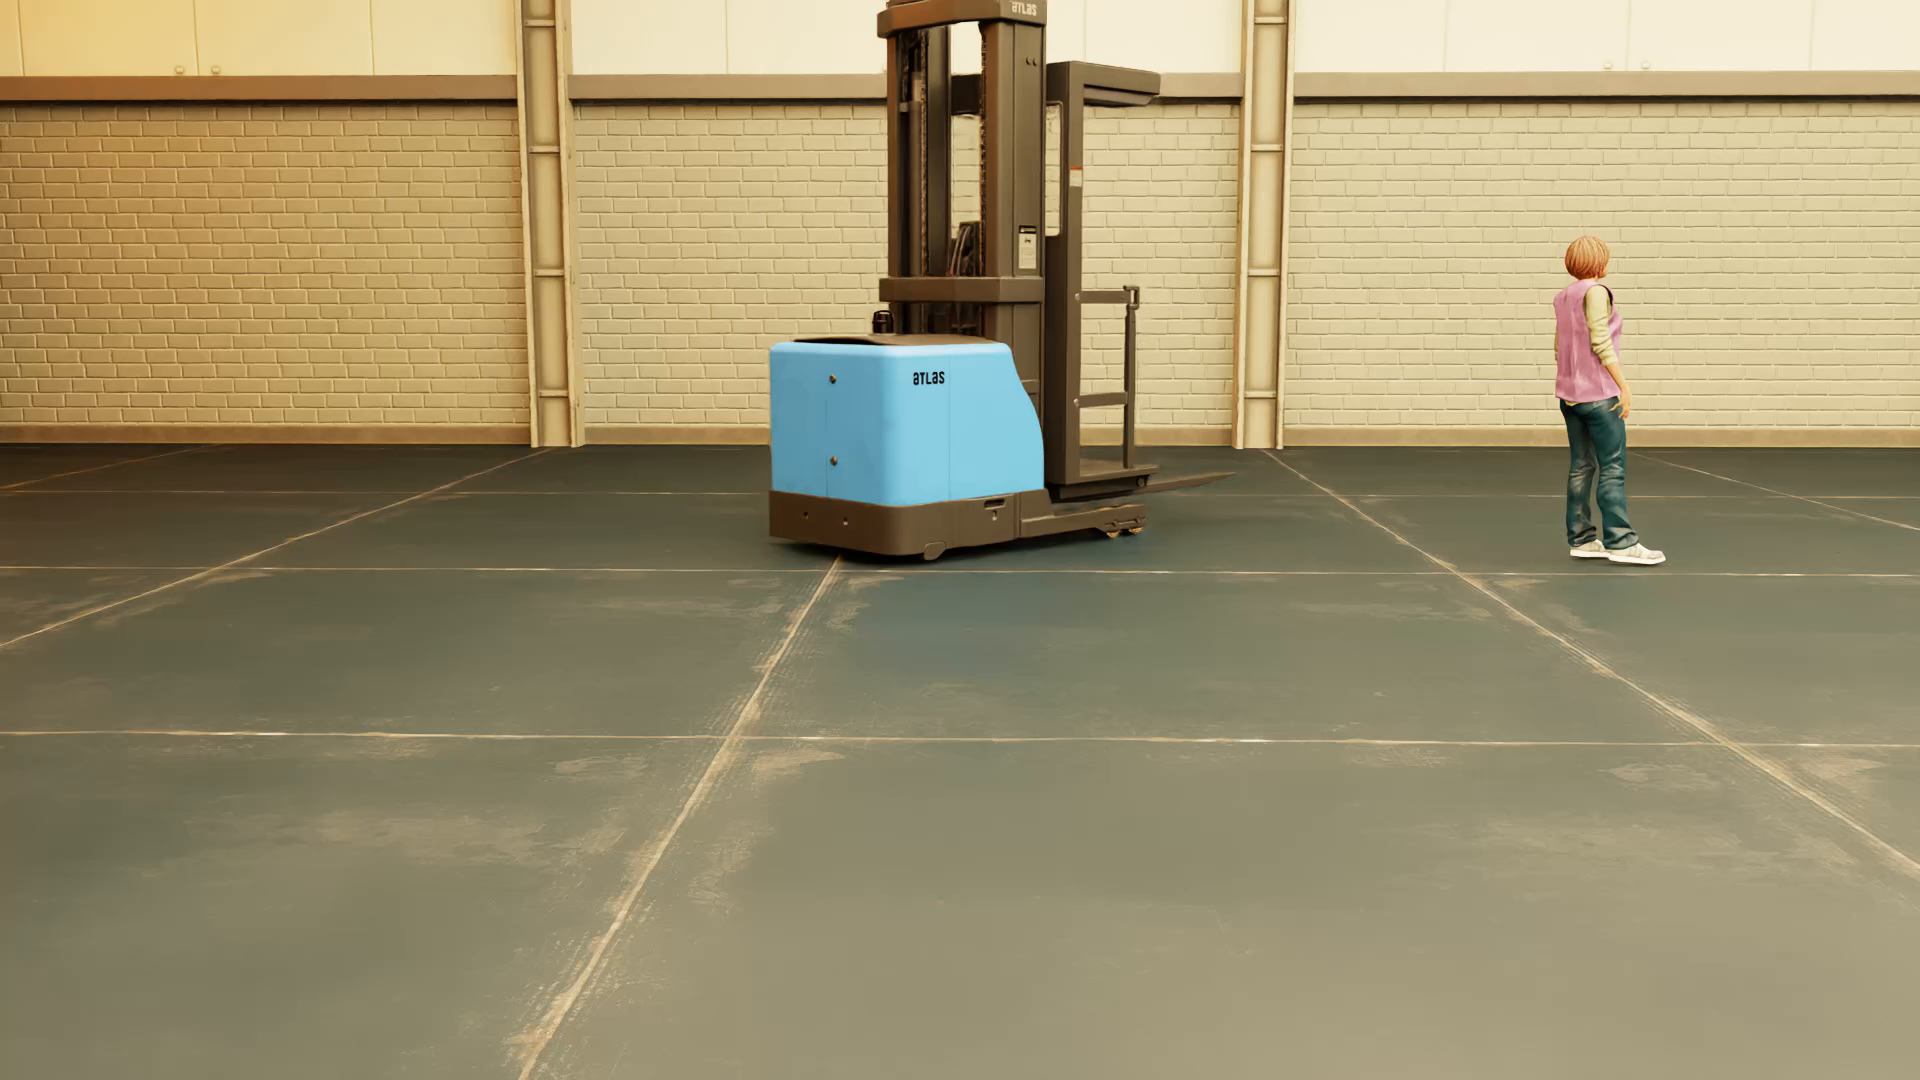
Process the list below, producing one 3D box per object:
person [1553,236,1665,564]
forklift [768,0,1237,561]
[{"bbox_3d":[3.197,-0.698,8.237,0.474,1.597,0.520,-1,9,-10],"label":"person"},{"bbox_3d":[0.396,-1.513,9.203,1.130,2.935,3.031,9,12,44],"label":"forklift"}]
